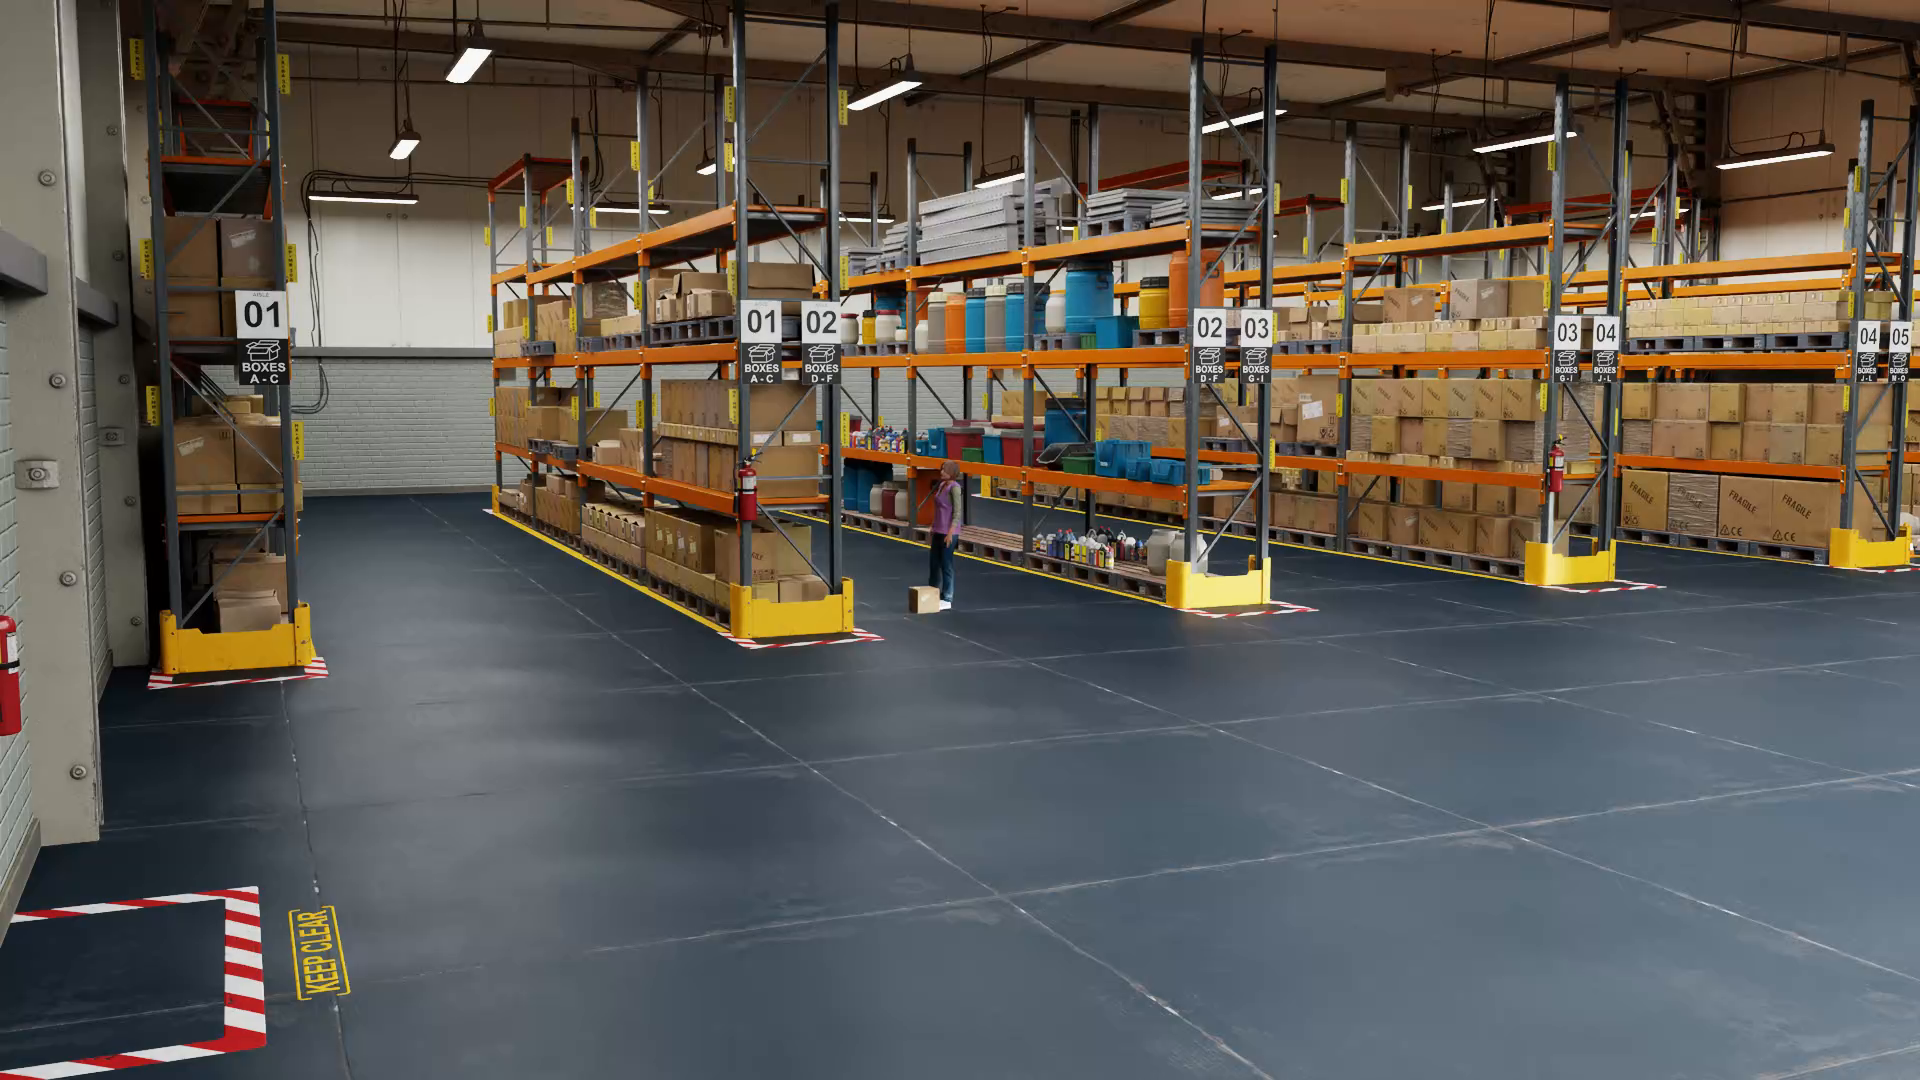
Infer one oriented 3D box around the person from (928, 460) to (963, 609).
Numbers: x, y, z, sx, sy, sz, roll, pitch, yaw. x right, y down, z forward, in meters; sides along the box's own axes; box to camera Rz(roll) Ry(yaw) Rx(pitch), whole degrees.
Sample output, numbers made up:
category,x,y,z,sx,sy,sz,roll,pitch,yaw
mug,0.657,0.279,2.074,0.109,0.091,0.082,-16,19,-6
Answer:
category,x,y,z,sx,sy,sz,roll,pitch,yaw
person,-0.227,-0.056,17.685,0.475,1.597,0.520,-2,6,-24
